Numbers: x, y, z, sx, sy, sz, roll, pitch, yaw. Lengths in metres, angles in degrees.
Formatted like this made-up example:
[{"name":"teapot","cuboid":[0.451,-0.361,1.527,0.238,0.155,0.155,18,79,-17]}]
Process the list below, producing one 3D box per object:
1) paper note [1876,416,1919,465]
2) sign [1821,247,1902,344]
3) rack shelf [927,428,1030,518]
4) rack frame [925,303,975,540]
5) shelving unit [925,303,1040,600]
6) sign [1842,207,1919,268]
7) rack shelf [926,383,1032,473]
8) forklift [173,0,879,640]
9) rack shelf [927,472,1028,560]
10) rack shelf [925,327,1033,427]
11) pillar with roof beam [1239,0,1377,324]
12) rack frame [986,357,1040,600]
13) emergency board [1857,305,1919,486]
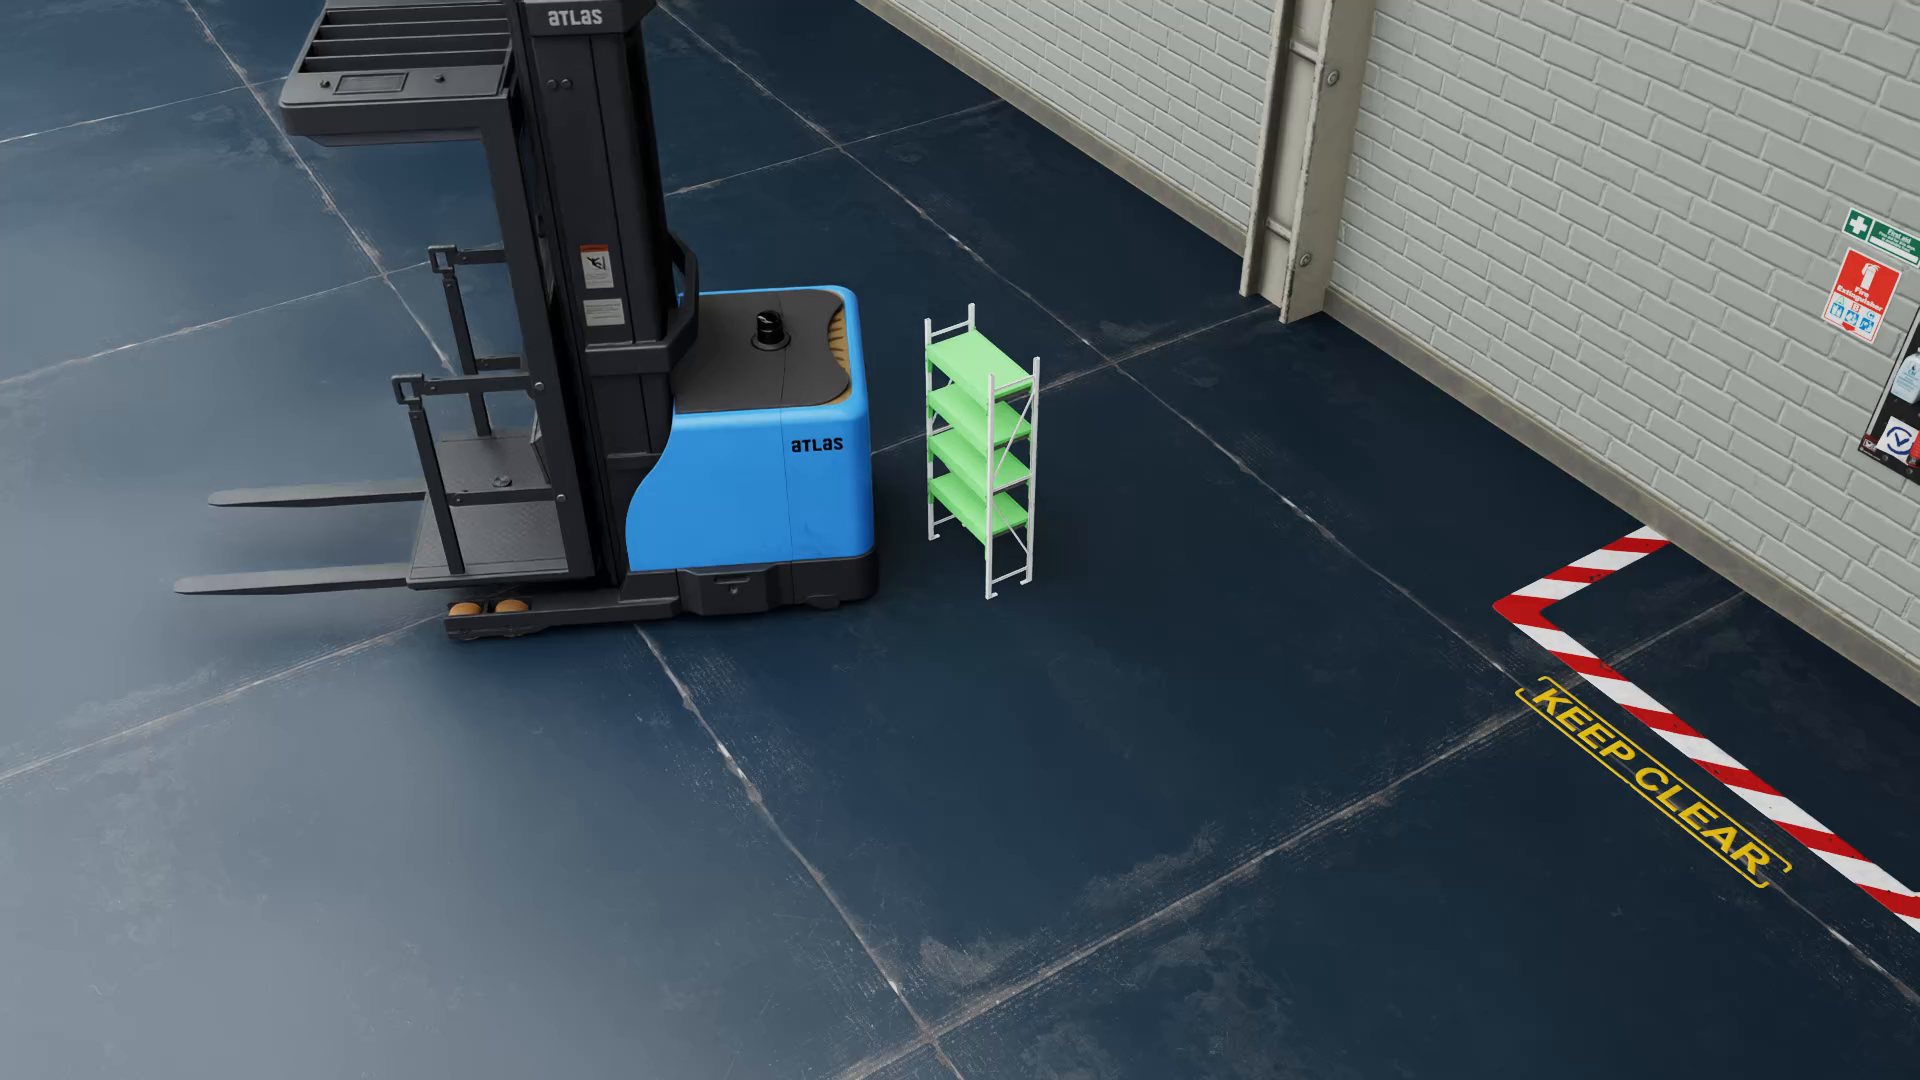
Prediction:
[{"name":"paper note","cuboid":[3.710,-0.392,6.566,0.016,0.148,0.142,-22,45,-24]},{"name":"sign","cuboid":[3.536,-0.959,6.530,0.001,0.329,0.234,-22,45,-24]},{"name":"rack shelf","cuboid":[0.089,-0.323,7.300,0.258,0.148,0.480,-22,45,-24]},{"name":"rack frame","cuboid":[-0.042,-0.503,7.417,0.240,1.200,0.015,-22,45,-24]},{"name":"shelving unit","cuboid":[0.089,-0.372,7.259,0.258,1.200,0.503,-22,45,-24]},{"name":"sign","cuboid":[3.531,-1.157,6.353,0.001,0.109,0.331,-22,45,-24]},{"name":"rack shelf","cuboid":[0.089,-0.507,7.146,0.258,0.148,0.480,-22,45,-24]},{"name":"forklift","cuboid":[-1.911,-1.048,6.718,3.031,2.935,1.130,-4,40,-5]},{"name":"rack shelf","cuboid":[0.089,-0.138,7.453,0.258,0.148,0.480,-22,45,-24]},{"name":"rack shelf","cuboid":[0.089,-0.691,6.992,0.258,0.148,0.480,-22,45,-24]},{"name":"pillar with roof beam","cuboid":[-1.813,-3.326,4.712,9.100,9.000,0.400,-22,45,-24]},{"name":"rack frame","cuboid":[0.220,-0.240,7.101,0.240,1.200,0.015,-22,45,-24]},{"name":"emergency board","cuboid":[3.747,-0.611,6.140,0.194,1.169,0.643,-22,45,-24]}]
